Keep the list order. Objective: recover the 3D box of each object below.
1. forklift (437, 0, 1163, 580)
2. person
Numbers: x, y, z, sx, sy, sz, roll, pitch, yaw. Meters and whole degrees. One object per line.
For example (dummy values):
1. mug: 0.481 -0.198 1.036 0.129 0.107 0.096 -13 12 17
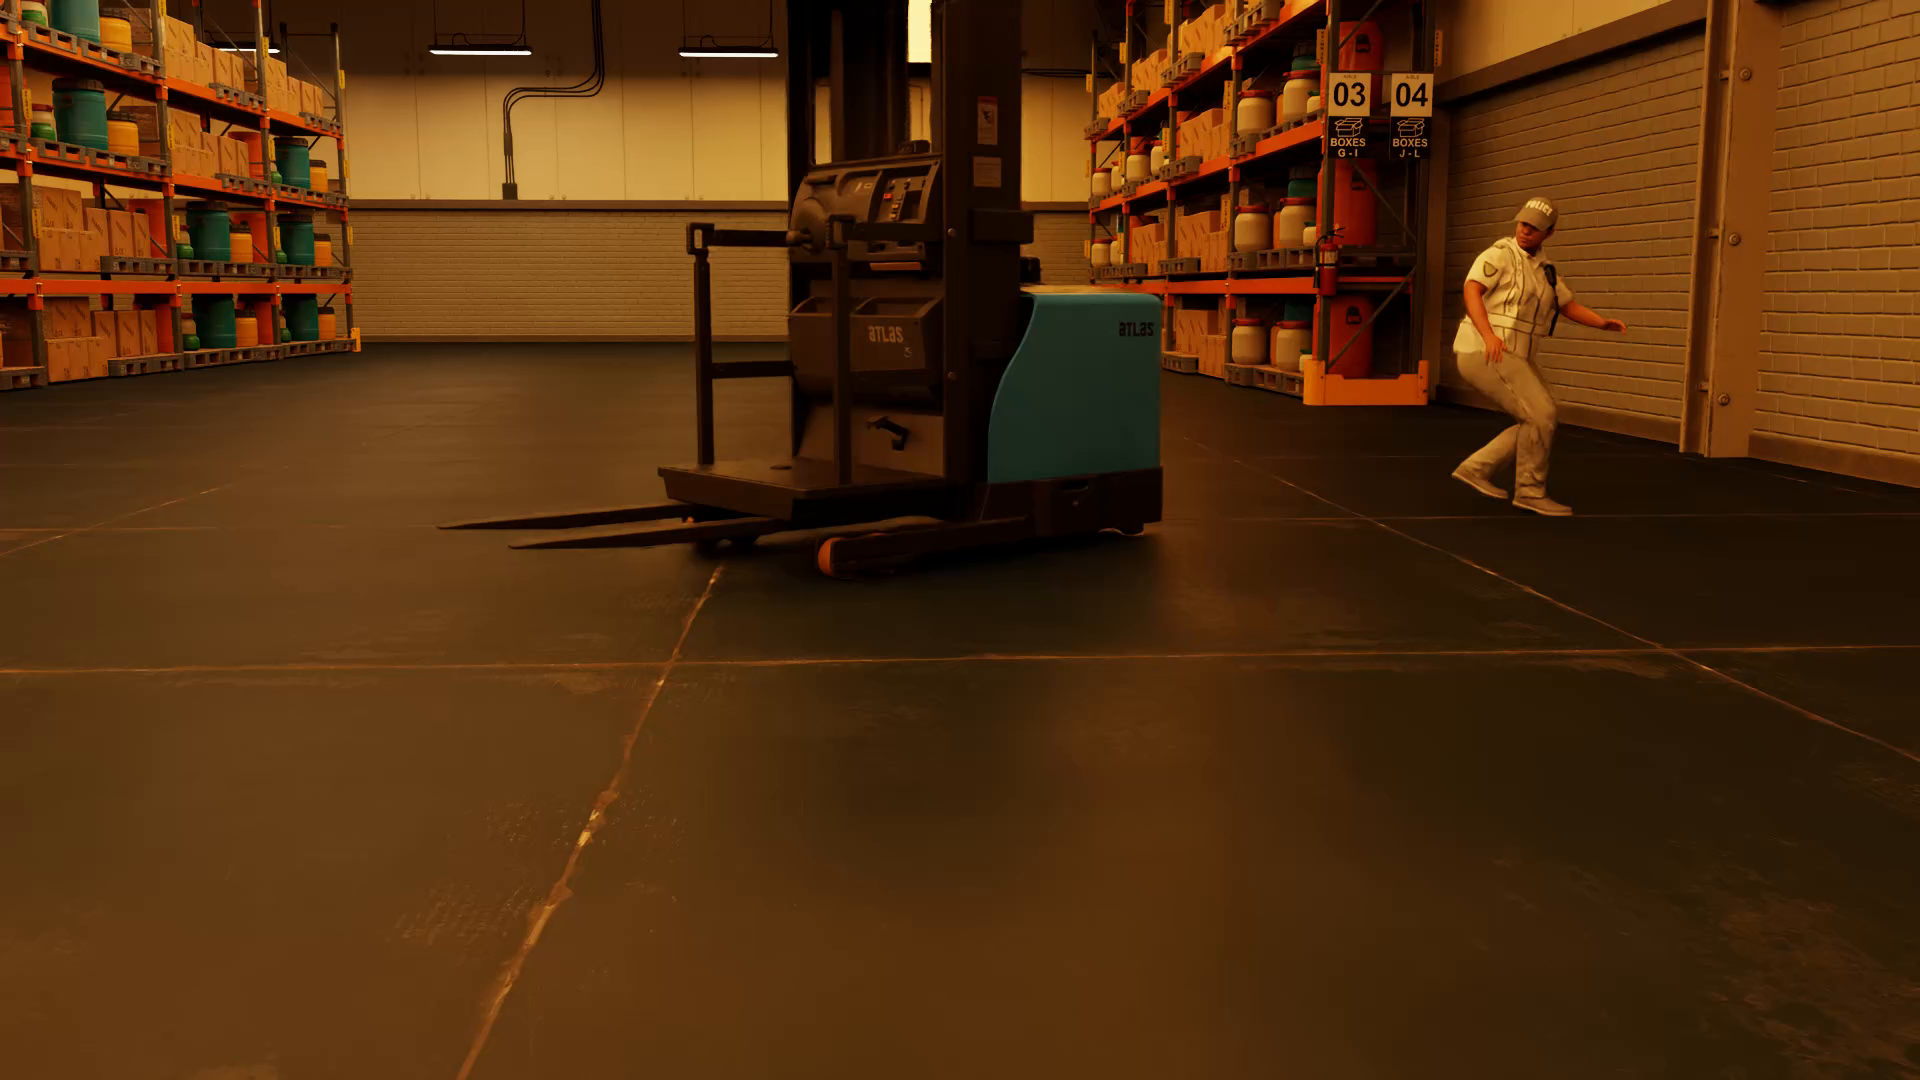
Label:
1. forklift: -0.554 -1.385 6.656 3.031 2.935 1.130 -7 11 -39
2. person: 2.774 -0.890 8.094 0.795 1.541 0.810 7 11 39
